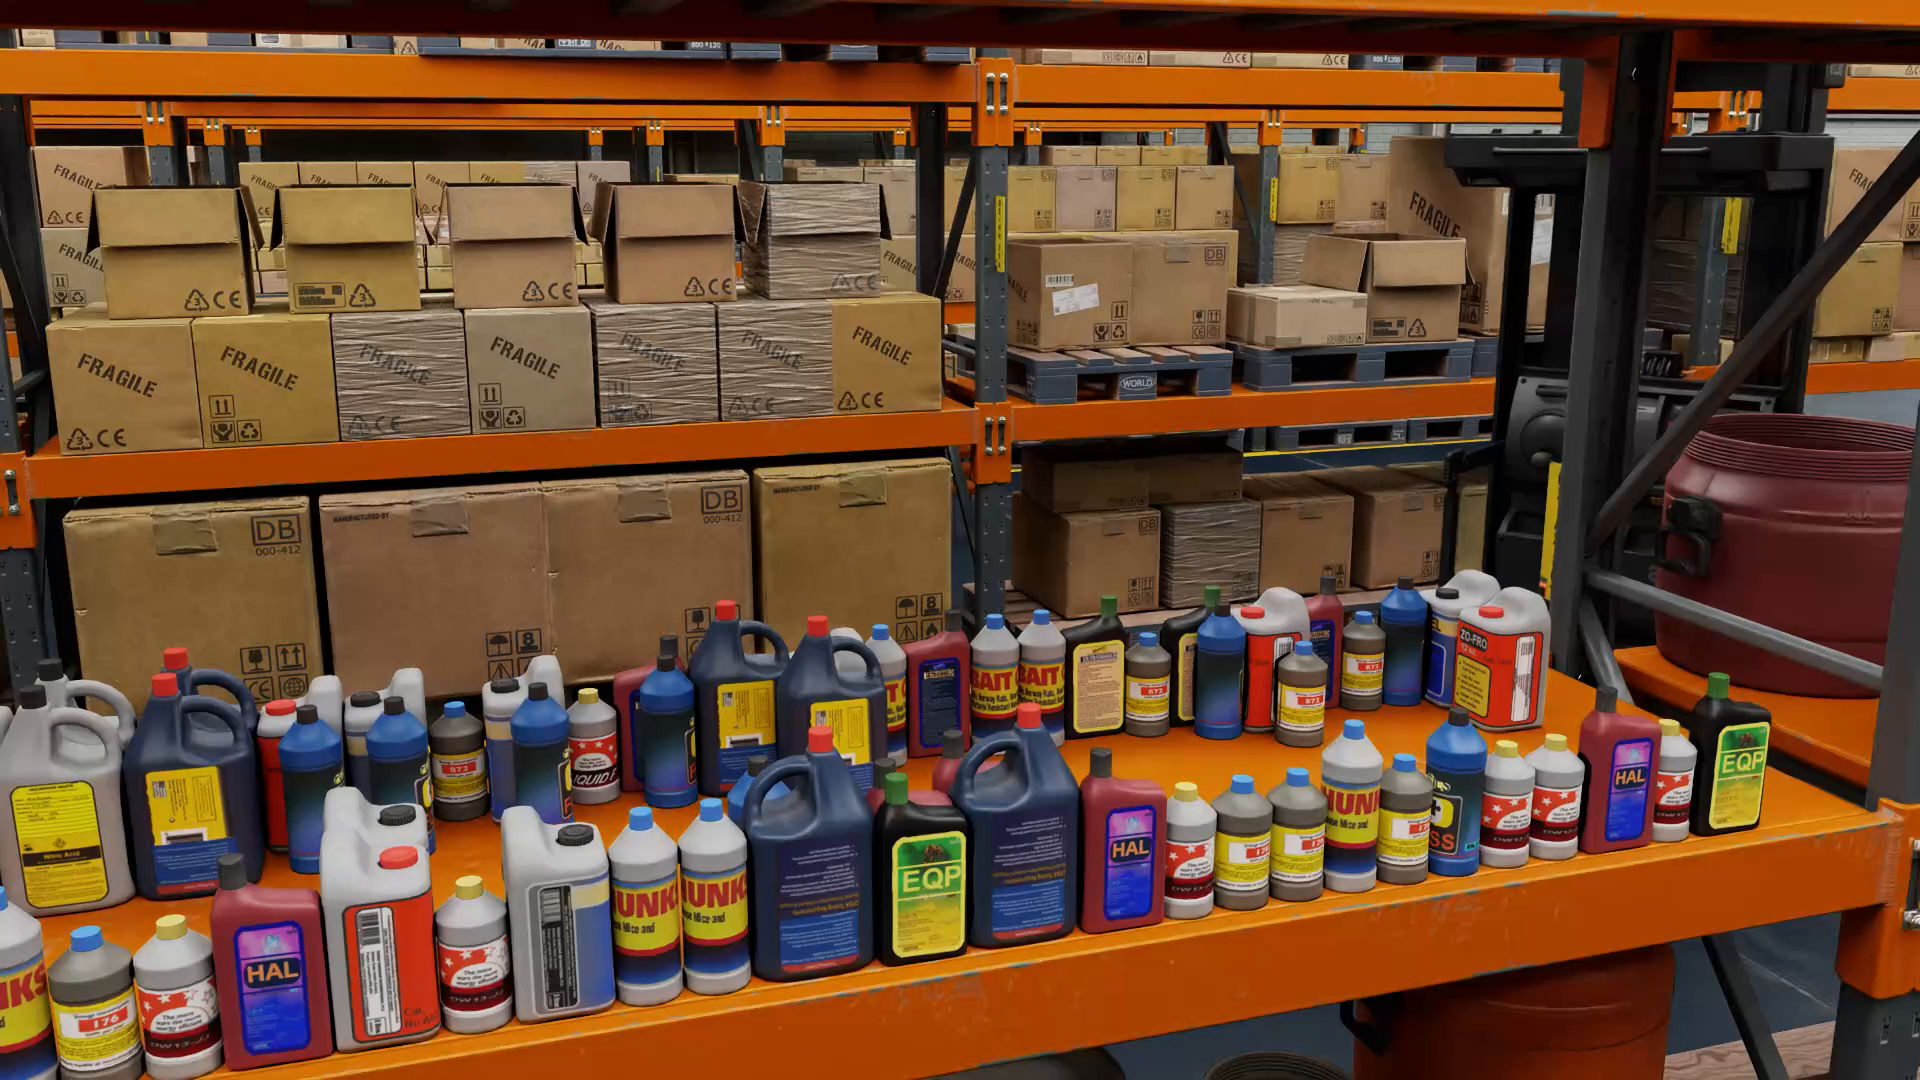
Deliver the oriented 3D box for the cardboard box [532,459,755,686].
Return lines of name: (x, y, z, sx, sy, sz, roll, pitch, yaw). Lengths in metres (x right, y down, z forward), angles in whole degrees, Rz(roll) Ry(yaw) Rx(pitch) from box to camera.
cardboard box: (-1.512, 0.039, 7.682, 0.875, 0.875, 1.225, -4, 14, -18)

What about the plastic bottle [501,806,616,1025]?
plastic bottle: (-0.558, 0.505, 2.307, 0.135, 0.276, 0.152, -4, 14, -18)

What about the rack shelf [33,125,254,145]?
rack shelf: (-10.438, -4.829, 19.537, 4.000, 0.370, 1.077, -4, 14, -18)

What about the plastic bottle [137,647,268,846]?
plastic bottle: (-1.274, 0.351, 2.791, 0.185, 0.351, 0.144, -4, 14, -18)

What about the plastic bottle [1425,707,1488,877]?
plastic bottle: (0.810, 0.407, 2.727, 0.097, 0.271, 0.097, 0, 13, 0)

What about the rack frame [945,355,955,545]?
rack frame: (-0.073, -0.578, 10.480, 0.006, 1.200, 0.240, -4, 14, -18)

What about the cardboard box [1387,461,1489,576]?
cardboard box: (2.740, -0.123, 9.127, 0.500, 0.500, 0.700, -5, 14, -18)

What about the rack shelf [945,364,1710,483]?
rack shelf: (1.891, -0.699, 8.653, 4.000, 0.370, 1.077, -4, 14, -18)

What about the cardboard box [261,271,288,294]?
cardboard box: (-4.501, -1.733, 11.083, 0.250, 0.149, 0.380, -4, 14, -17)

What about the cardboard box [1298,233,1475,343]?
cardboard box: (2.173, -1.303, 8.507, 0.637, 0.503, 0.797, -3, 14, -12)

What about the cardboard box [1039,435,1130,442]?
cardboard box: (0.826, -1.266, 13.435, 0.750, 0.750, 1.050, -4, 14, -18)

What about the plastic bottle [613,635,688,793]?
plastic bottle: (-0.569, 0.319, 3.073, 0.133, 0.283, 0.061, -4, 14, -18)

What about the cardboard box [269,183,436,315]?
cardboard box: (-2.538, -1.240, 6.989, 0.637, 0.503, 0.797, -4, 14, -17)

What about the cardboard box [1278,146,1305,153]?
cardboard box: (3.521, -4.224, 18.897, 0.500, 0.500, 0.700, -4, 14, -18)

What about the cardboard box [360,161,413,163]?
cardboard box: (-5.638, -3.475, 16.395, 0.500, 0.500, 0.500, -4, 14, -16)

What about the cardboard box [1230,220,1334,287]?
cardboard box: (2.647, -2.394, 13.903, 0.550, 0.550, 0.875, -4, 14, -18)

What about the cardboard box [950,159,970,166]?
cardboard box: (0.068, -4.126, 18.338, 0.250, 0.149, 0.380, -5, 14, -18)

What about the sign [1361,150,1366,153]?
sign: (4.575, -4.259, 18.880, 0.005, 0.325, 0.100, -4, 14, -18)

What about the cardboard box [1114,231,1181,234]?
cardboard box: (1.413, -2.206, 13.218, 0.500, 0.500, 0.500, -5, 14, -19)

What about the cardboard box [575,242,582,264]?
cardboard box: (-2.788, -2.011, 11.606, 0.250, 0.149, 0.380, -5, 14, -18)

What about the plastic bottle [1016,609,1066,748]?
plastic bottle: (0.160, 0.272, 3.294, 0.097, 0.271, 0.097, 0, 13, 0)

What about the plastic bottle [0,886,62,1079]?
plastic bottle: (-1.190, 0.563, 2.073, 0.097, 0.271, 0.097, 0, 13, 0)

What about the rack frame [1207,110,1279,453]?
rack frame: (2.301, -2.292, 13.795, 0.127, 3.000, 1.000, -4, 14, -18)

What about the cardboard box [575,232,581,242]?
cardboard box: (-2.778, -2.157, 11.578, 0.250, 0.149, 0.380, -4, 14, -18)

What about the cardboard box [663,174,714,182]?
cardboard box: (-2.823, -3.567, 17.390, 0.500, 0.500, 0.500, -5, 14, -20)

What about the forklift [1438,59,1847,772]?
forklift: (2.380, -0.408, 6.022, 1.130, 2.935, 3.031, 11, 17, 38)

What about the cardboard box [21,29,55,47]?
cardboard box: (-5.638, -3.241, 10.548, 0.500, 0.250, 0.500, -5, 14, -21)

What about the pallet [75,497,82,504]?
pallet: (-5.907, -0.287, 11.395, 1.213, 0.211, 1.003, -4, 14, -18)

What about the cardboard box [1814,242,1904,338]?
cardboard box: (4.718, -1.439, 9.350, 0.500, 0.500, 0.875, -4, 14, -18)

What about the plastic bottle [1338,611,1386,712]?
plastic bottle: (0.851, 0.253, 3.528, 0.097, 0.201, 0.097, 0, 13, 0)

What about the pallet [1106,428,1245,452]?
pallet: (1.593, -0.862, 13.809, 1.213, 0.211, 1.003, -4, 14, -18)

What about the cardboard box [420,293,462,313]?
cardboard box: (-2.475, -0.824, 7.409, 0.500, 0.500, 0.500, -5, 14, -19)

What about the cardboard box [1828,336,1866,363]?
cardboard box: (4.790, -1.085, 9.264, 0.250, 0.149, 0.380, -4, 14, -18)

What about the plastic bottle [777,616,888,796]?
plastic bottle: (-0.229, 0.307, 2.977, 0.185, 0.351, 0.144, -4, 14, -18)

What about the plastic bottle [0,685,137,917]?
plastic bottle: (-1.403, 0.396, 2.601, 0.185, 0.351, 0.144, -4, 14, -18)

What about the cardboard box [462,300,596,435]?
cardboard box: (-1.841, -0.747, 7.086, 0.500, 0.500, 0.500, -4, 14, -17)

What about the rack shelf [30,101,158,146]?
rack shelf: (-7.177, -2.663, 10.428, 4.000, 0.370, 1.077, -4, 14, -18)

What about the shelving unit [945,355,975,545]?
shelving unit: (0.014, -0.585, 10.508, 0.189, 1.200, 0.258, -4, 14, -18)

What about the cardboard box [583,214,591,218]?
cardboard box: (-2.729, -2.319, 12.261, 0.250, 0.149, 0.380, -5, 14, -20)

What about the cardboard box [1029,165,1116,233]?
cardboard box: (0.866, -2.713, 13.190, 0.500, 0.500, 0.700, -4, 14, -18)

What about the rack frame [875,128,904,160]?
rack frame: (-0.960, -4.458, 22.904, 0.127, 3.000, 1.000, -4, 14, -18)

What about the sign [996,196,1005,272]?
sign: (0.176, -1.343, 7.305, 0.005, 0.325, 0.100, -4, 14, -18)

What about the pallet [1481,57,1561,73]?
pallet: (3.168, -2.542, 8.772, 1.003, 0.211, 1.213, -4, 14, -18)

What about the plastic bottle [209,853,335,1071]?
plastic bottle: (-0.890, 0.538, 2.151, 0.133, 0.283, 0.061, -4, 14, -18)

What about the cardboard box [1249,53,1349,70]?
cardboard box: (1.493, -2.344, 7.858, 0.500, 0.250, 0.500, -4, 14, -17)

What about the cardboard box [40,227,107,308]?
cardboard box: (-5.650, -1.797, 10.856, 0.500, 0.500, 0.500, -4, 14, -18)

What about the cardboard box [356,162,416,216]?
cardboard box: (-5.498, -3.364, 15.927, 0.500, 0.500, 0.500, -5, 14, -19)

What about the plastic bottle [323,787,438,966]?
plastic bottle: (-0.826, 0.488, 2.375, 0.135, 0.276, 0.152, -4, 14, -18)

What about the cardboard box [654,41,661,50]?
cardboard box: (-1.951, -3.407, 11.784, 0.500, 0.500, 0.500, -4, 14, -18)

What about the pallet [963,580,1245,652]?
pallet: (0.737, 0.398, 8.513, 1.213, 0.211, 1.003, -4, 14, -18)

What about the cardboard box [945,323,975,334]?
cardboard box: (0.130, -2.257, 18.418, 0.625, 0.372, 0.950, -4, 14, -17)

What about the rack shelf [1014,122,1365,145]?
rack shelf: (2.522, -4.627, 18.685, 4.000, 0.370, 1.077, -4, 14, -18)

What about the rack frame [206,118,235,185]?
rack frame: (-6.956, -2.779, 15.846, 0.127, 3.000, 1.000, -4, 14, -18)

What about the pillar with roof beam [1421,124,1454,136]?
pillar with roof beam: (8.943, -7.317, 21.958, 0.400, 9.000, 9.100, -4, 14, -18)
